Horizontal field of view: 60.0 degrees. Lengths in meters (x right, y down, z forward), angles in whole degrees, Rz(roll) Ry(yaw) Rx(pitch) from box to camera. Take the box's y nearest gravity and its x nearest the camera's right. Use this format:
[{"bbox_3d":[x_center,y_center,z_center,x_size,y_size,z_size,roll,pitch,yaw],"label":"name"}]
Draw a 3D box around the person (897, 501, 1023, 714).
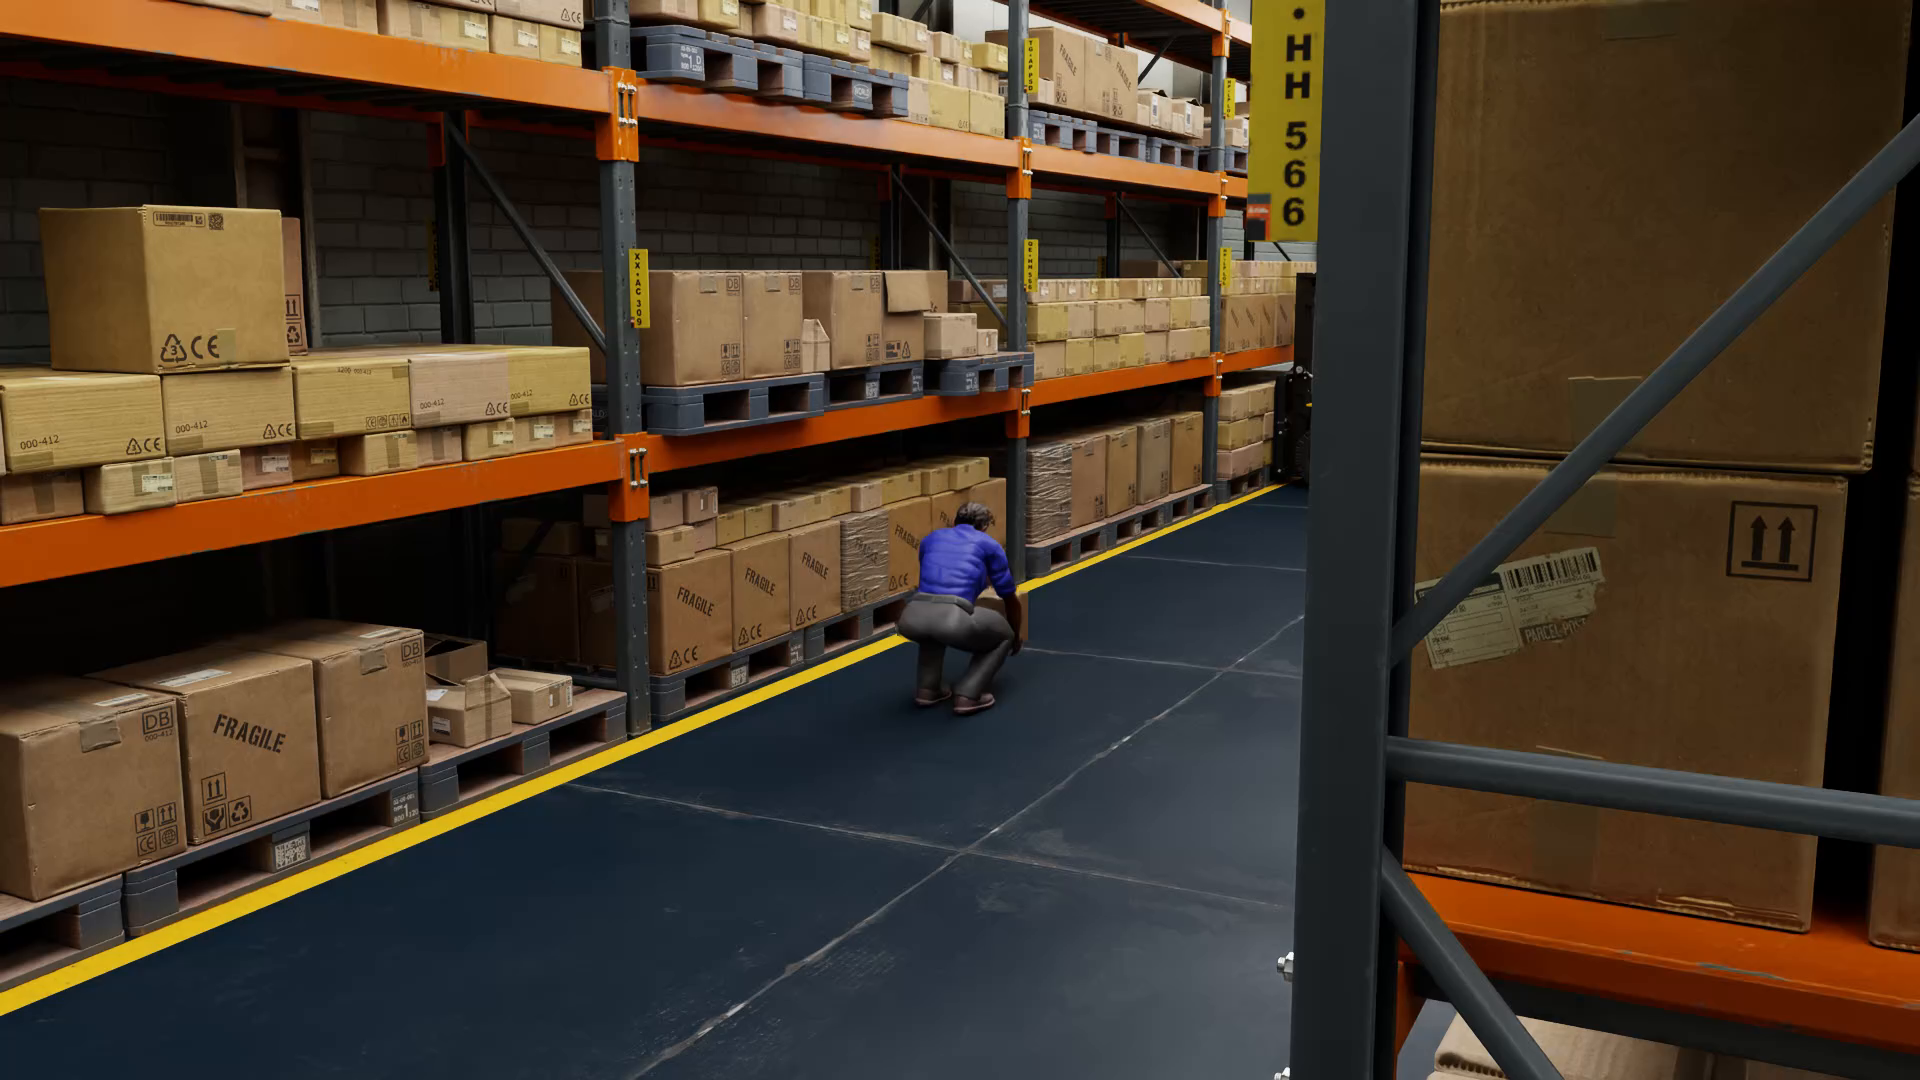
[{"bbox_3d":[-0.002,0.307,7.828,0.492,0.921,0.831,5,10,26],"label":"person"}]
